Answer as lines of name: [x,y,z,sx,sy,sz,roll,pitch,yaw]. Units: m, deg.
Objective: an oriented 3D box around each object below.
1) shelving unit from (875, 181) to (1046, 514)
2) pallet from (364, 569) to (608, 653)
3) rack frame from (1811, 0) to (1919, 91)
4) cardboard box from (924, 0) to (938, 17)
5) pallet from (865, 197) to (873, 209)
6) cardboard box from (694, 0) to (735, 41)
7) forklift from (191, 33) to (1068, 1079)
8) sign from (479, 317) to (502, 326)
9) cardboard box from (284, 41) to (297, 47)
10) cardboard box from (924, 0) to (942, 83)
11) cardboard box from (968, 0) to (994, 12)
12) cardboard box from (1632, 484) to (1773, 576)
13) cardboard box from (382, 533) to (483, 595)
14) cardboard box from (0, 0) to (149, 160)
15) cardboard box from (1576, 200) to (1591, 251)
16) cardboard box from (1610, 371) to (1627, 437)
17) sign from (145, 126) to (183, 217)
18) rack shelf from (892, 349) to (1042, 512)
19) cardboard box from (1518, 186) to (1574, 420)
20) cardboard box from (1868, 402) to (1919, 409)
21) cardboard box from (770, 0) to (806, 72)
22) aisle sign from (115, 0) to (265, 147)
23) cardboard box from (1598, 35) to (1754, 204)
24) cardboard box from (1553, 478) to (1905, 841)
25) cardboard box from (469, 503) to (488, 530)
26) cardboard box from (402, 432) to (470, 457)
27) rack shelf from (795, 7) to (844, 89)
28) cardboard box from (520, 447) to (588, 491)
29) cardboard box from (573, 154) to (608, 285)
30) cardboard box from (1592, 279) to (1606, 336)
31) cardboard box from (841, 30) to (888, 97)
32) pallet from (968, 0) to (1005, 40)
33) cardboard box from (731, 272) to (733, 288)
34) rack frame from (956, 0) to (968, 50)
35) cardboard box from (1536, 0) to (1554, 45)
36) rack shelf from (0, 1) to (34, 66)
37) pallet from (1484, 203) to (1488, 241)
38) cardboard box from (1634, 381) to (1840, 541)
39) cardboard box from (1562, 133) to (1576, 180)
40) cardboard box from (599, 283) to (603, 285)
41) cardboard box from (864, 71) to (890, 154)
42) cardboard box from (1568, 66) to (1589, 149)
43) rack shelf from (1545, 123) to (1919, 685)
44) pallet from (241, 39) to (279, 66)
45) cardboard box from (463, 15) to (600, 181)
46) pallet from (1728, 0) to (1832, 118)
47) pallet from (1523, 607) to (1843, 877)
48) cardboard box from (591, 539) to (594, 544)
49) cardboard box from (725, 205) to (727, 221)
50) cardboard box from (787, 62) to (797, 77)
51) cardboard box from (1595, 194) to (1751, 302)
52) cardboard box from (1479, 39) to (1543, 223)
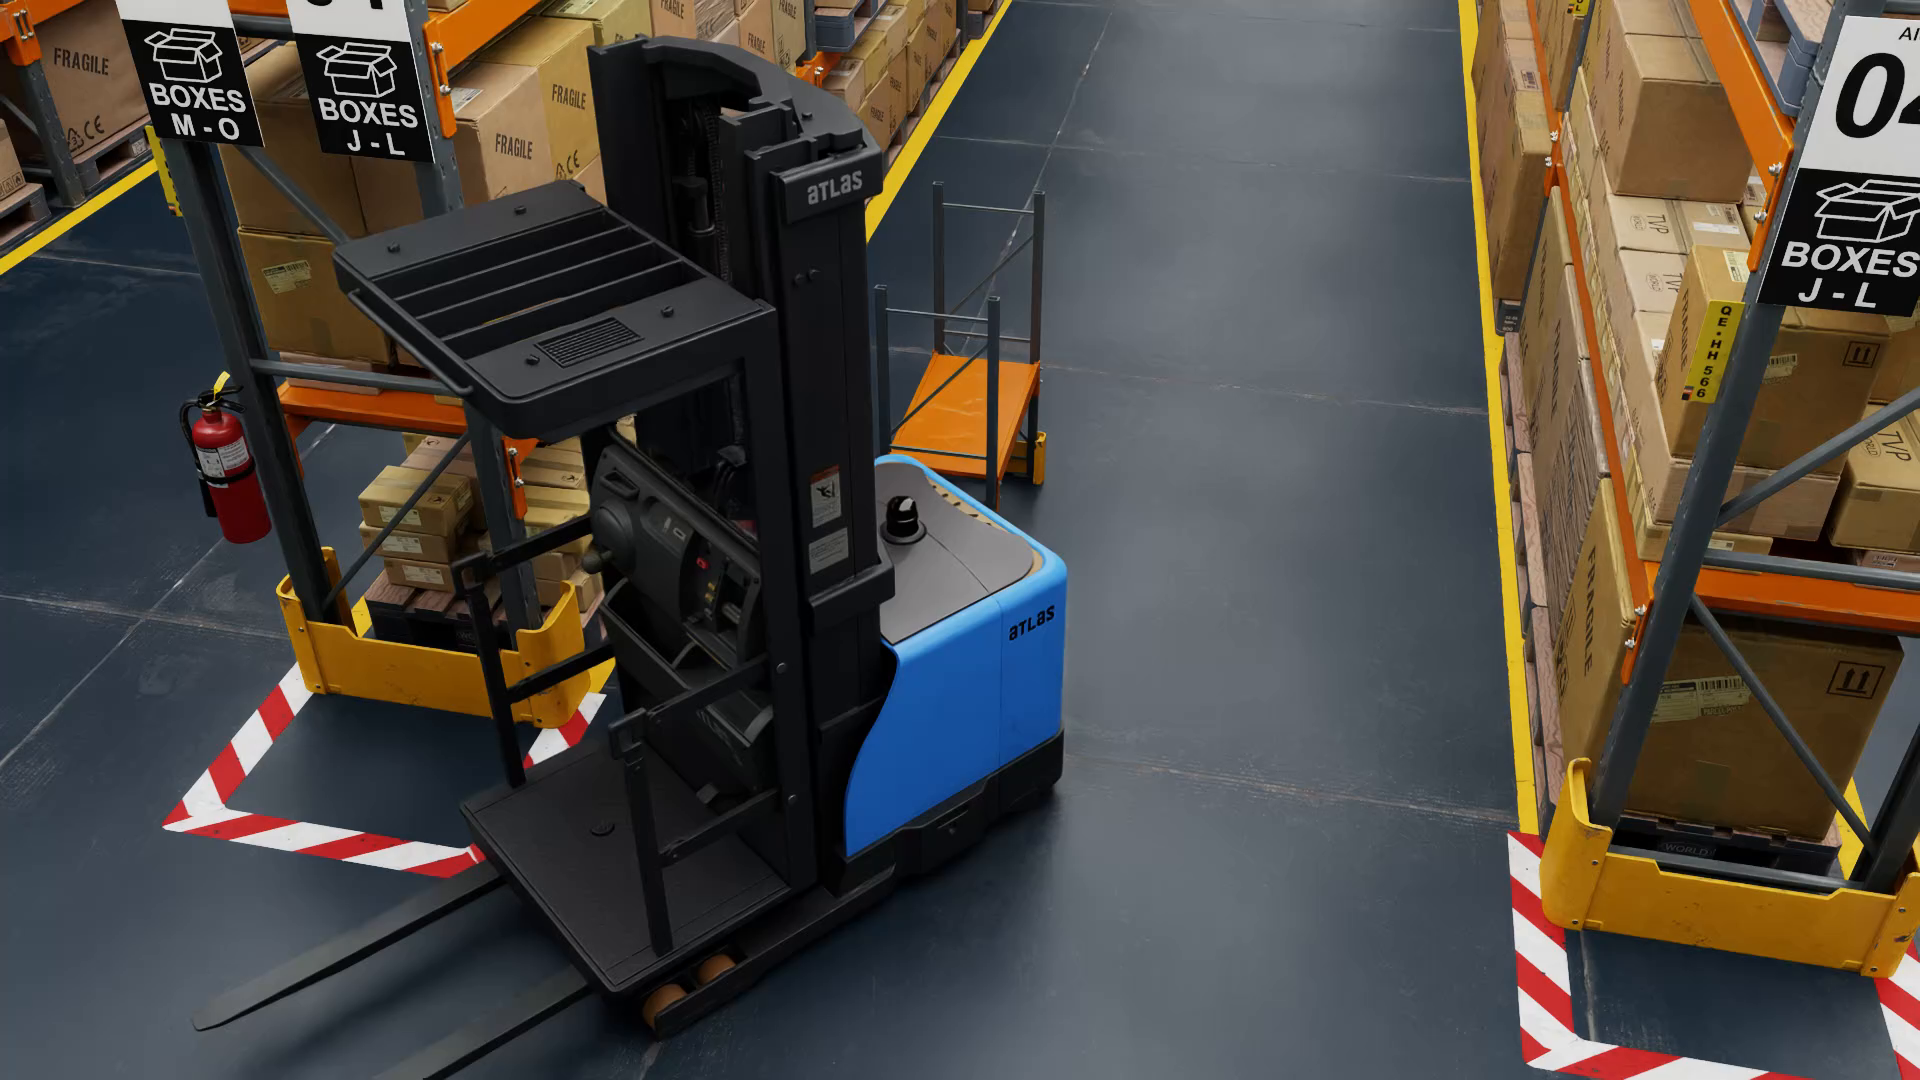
shelving unit: [0.016,-0.651,7.370,0.587,1.500,1.083,7,37,10]
pallet: [-1.923,0.051,7.500,1.003,0.211,1.213,7,37,10]
rack frame: [2.677,-2.323,3.287,1.000,3.000,0.127,7,37,10]
cardboard box: [-0.426,-3.906,11.716,0.500,0.250,0.500,8,37,11]
pallet: [-1.128,-2.184,10.584,1.003,0.211,1.213,7,37,10]
cardboard box: [-1.358,-2.540,7.508,0.500,0.500,0.500,8,37,11]
forklift: [-1.063,0.096,5.119,3.031,2.935,1.130,-26,43,-31]
sign: [-1.617,-0.856,5.637,0.100,0.325,0.005,7,37,10]
cardboard box: [-2.184,-1.723,6.381,0.500,0.500,0.500,6,36,8]
cardboard box: [-0.438,-3.611,11.948,0.500,0.500,0.500,9,37,12]
cardboard box: [-0.221,-4.757,13.316,1.050,0.750,0.750,7,36,9]
cardboard box: [2.431,-0.038,5.460,0.380,0.149,0.250,8,37,11]
cardboard box: [-2.239,0.083,7.151,0.380,0.149,0.250,8,37,11]
cardboard box: [-6.096,-3.104,10.930,0.875,0.875,0.875,8,37,11]
cardboard box: [2.922,-1.358,7.282,0.380,0.149,0.250,7,36,9]
cardboard box: [2.594,-0.474,6.062,0.380,0.149,0.250,8,37,11]
sign: [-2.685,-1.251,5.665,0.100,0.325,0.005,7,37,10]
rack shelf: [0.018,-0.511,7.483,0.538,0.185,1.000,7,37,10]
cardboard box: [3.312,-1.128,8.204,0.875,0.875,0.875,7,37,10]
cardboard box: [3.147,-0.494,5.749,0.500,0.250,0.500,7,37,9]
cardboard box: [-1.120,-2.715,8.601,0.500,0.500,0.500,7,37,10]
aisle sign: [-2.456,-1.622,5.216,0.394,0.787,0.004,7,37,10]
cardboard box: [2.960,-1.728,6.813,0.500,0.500,0.500,6,36,8]
cardboard box: [2.735,0.420,6.068,0.875,0.875,0.875,7,37,10]
cardboard box: [-2.205,-0.191,7.276,0.380,0.149,0.250,6,36,9]
cardboard box: [-2.241,-0.467,7.402,0.380,0.149,0.250,7,36,9]
rack shelf: [-0.866,-3.722,10.942,1.077,0.370,4.000,7,37,10]
cardboard box: [-1.762,-0.261,7.119,0.380,0.149,0.250,8,37,11]
cardboard box: [-1.692,-1.267,6.604,0.500,0.500,0.500,7,37,10]
cardboard box: [2.758,-0.914,6.669,0.380,0.149,0.250,8,37,11]
cardboard box: [-0.766,-3.024,10.500,0.500,0.250,0.500,8,37,11]
pallet: [-0.197,-4.473,13.742,1.003,0.211,1.213,7,37,10]
cardboard box: [-1.276,-1.286,8.533,0.380,0.149,0.250,6,36,8]
rack frame: [-0.439,-5.160,12.313,1.000,3.000,0.127,7,37,10]
cardboard box: [3.581,-3.113,9.404,0.500,0.500,0.500,7,37,9]
rack shelf: [-6.578,-1.991,8.555,1.077,0.370,4.000,7,37,10]
pallet: [3.881,-2.211,10.621,1.003,0.211,1.213,7,37,10]
cardboard box: [2.521,-0.265,5.433,0.500,0.250,0.500,7,36,9]
cardboard box: [3.087,-1.807,7.901,0.380,0.149,0.250,6,36,8]
cardboard box: [-1.713,-1.081,6.899,0.380,0.149,0.250,9,37,12]
cardboard box: [-0.765,-2.718,10.717,0.500,0.500,0.500,9,37,12]
cardboard box: [3.175,-2.010,7.842,0.500,0.250,0.500,7,36,9]
rack shelf: [3.104,-0.749,6.841,1.077,0.370,4.000,7,37,10]
pallet: [-5.801,-3.454,12.335,1.003,0.211,1.213,7,37,10]
cardboard box: [-1.691,-1.653,6.285,0.500,0.500,0.500,8,37,11]
pallet: [2.825,-1.499,4.782,1.003,0.211,1.213,7,37,10]
pallet: [2.771,0.767,6.512,1.003,0.211,1.213,7,37,10]
cardboard box: [-1.671,-0.128,7.188,0.380,0.149,0.250,7,37,10]
cardboard box: [-1.131,-1.735,9.153,0.380,0.149,0.250,8,37,11]
cardboard box: [-1.074,-2.411,8.734,0.380,0.149,0.250,6,36,9]
cardboard box: [2.845,-1.146,6.650,0.500,0.250,0.500,7,37,10]
cardboard box: [3.838,-2.379,9.928,1.225,0.875,0.875,6,36,8]
